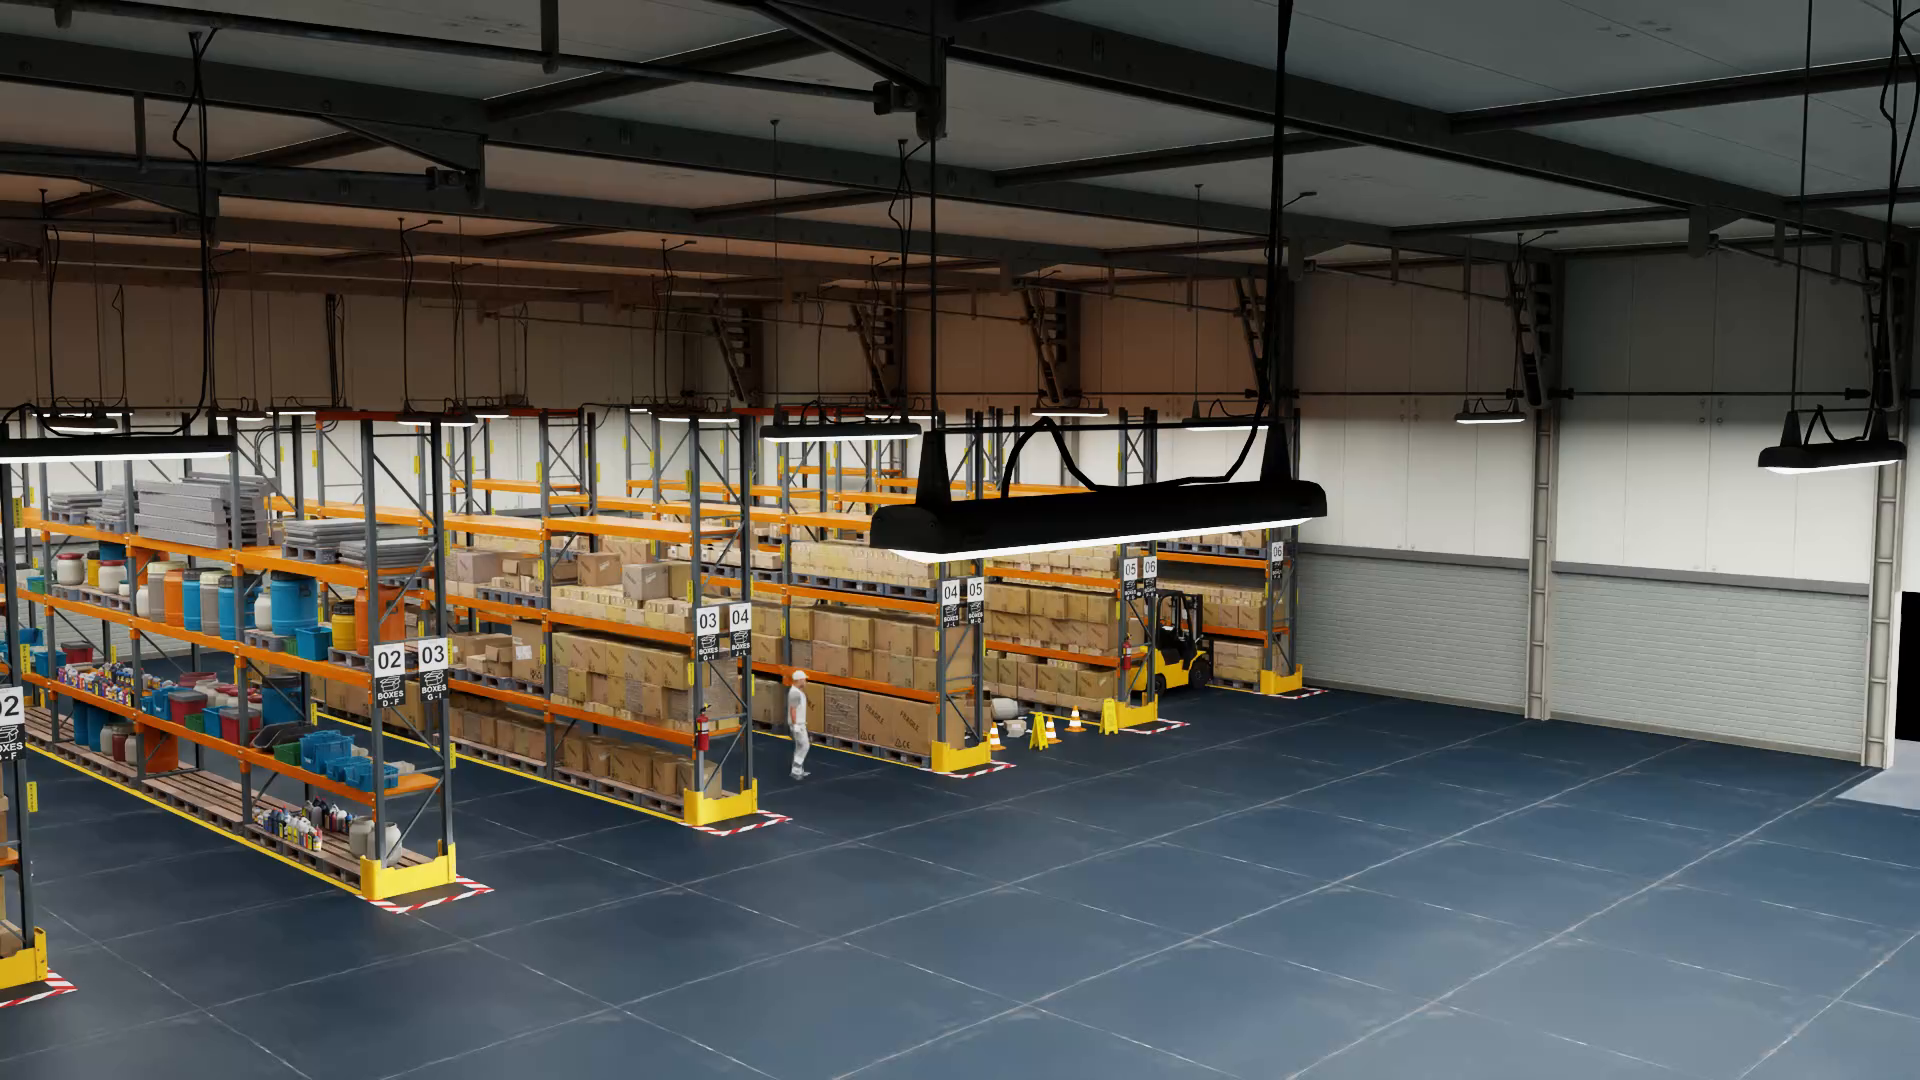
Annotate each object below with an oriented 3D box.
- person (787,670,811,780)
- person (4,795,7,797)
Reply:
[{"bbox_3d":[-2.658,3.052,27.414,0.383,1.833,0.595,0,5,-4],"label":"person"},{"bbox_3d":[-15.153,3.192,25.769,0.544,1.722,0.528,5,7,42],"label":"person"}]
